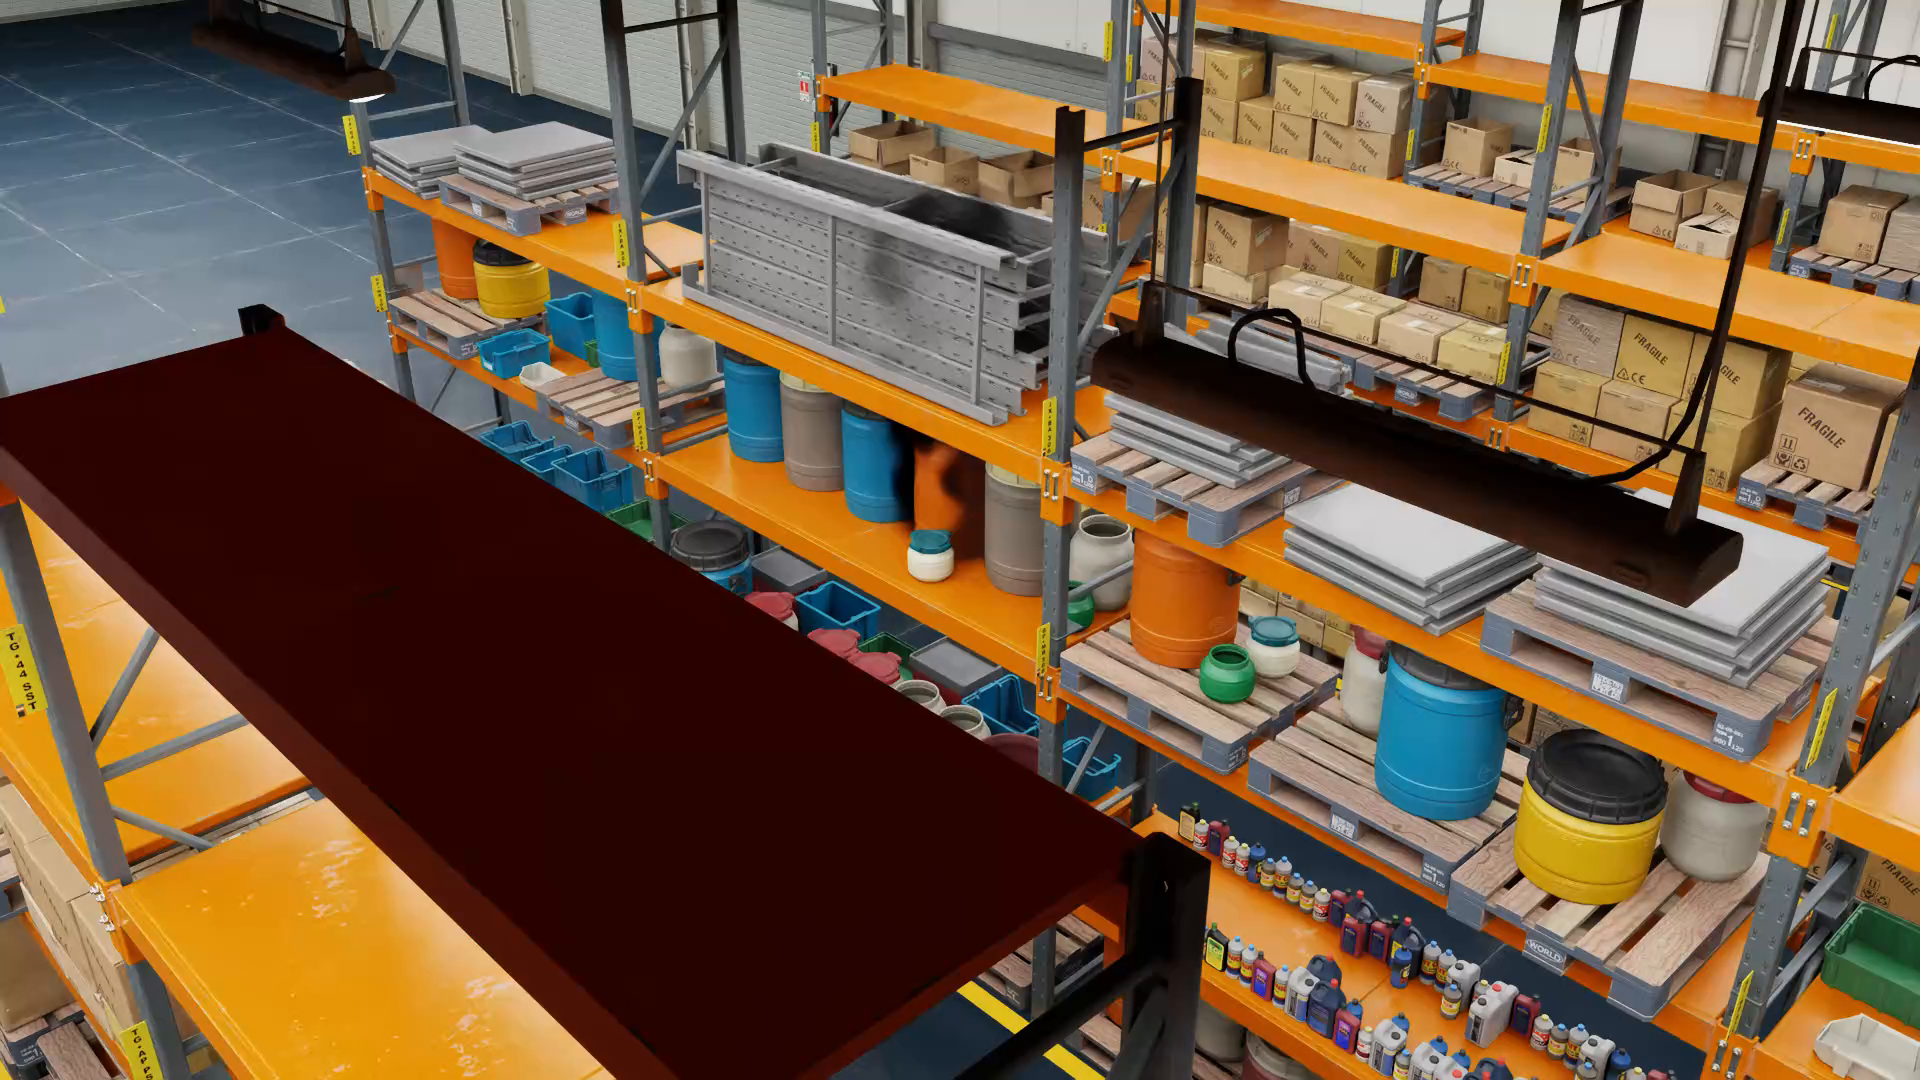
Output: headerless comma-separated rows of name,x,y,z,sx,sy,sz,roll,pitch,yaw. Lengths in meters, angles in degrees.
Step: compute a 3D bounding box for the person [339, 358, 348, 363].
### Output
person,-6.184,-0.983,16.860,0.728,1.831,0.704,-5,29,-9
